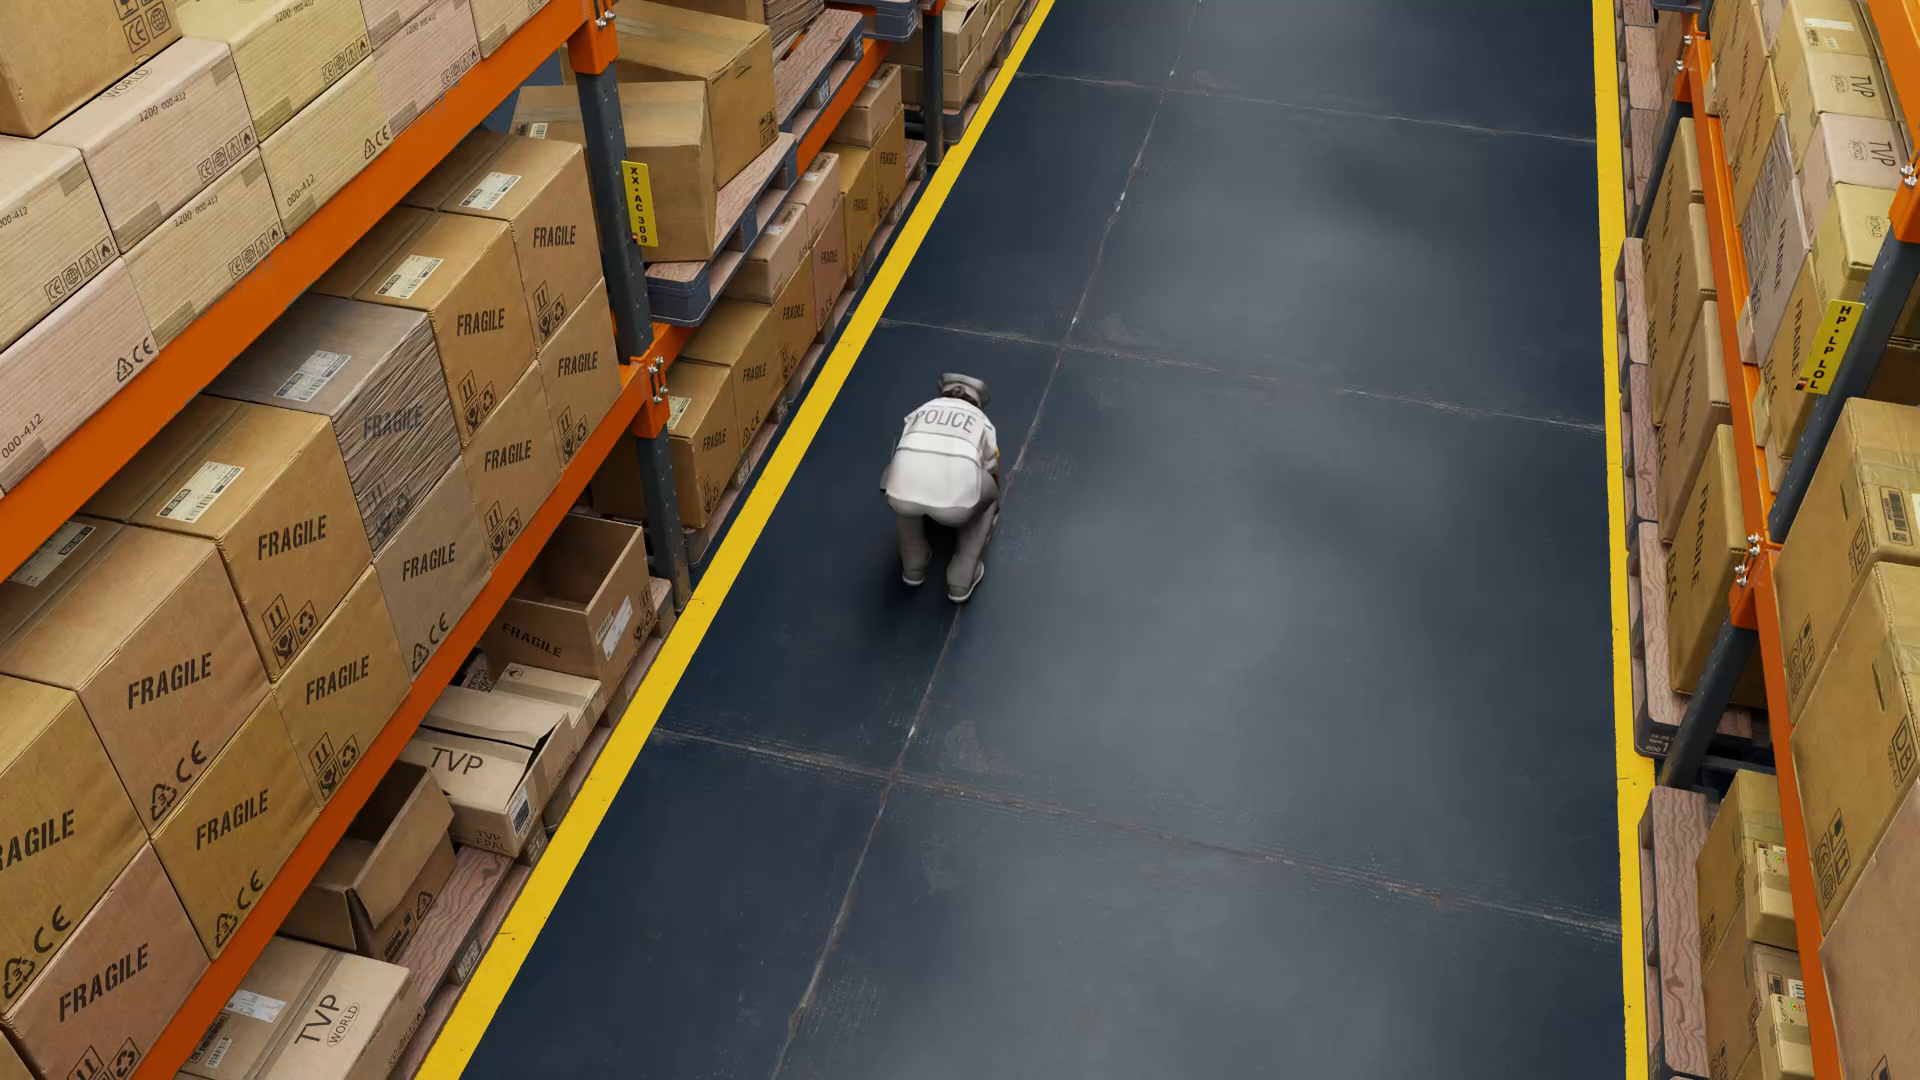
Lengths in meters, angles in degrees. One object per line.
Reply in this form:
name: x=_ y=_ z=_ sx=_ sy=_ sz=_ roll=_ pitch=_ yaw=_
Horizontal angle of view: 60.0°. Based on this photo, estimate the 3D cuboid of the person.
person: x=-0.062 y=-0.234 z=7.083 sx=0.456 sy=0.833 sz=0.916 roll=7 pitch=42 yaw=8
